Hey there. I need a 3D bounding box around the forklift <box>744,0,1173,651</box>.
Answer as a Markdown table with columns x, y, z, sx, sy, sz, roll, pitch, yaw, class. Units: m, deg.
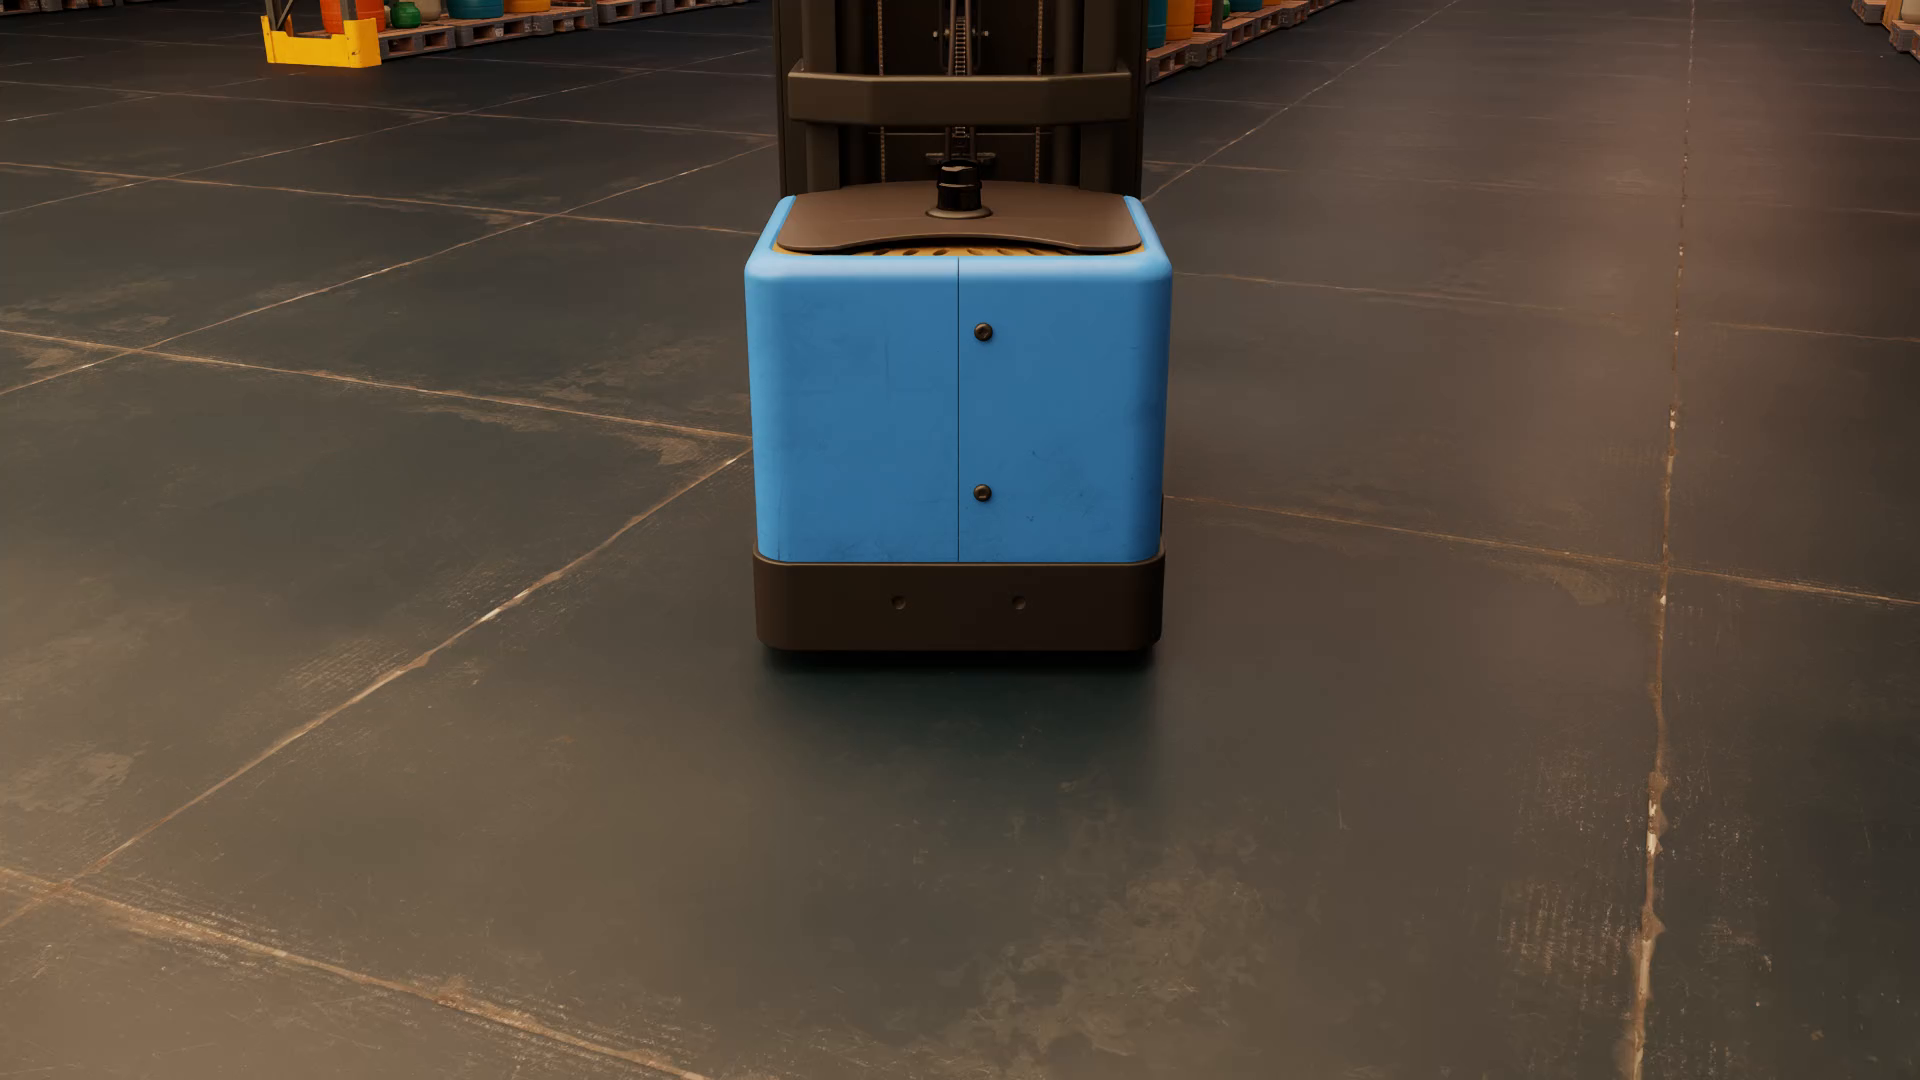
| x | y | z | sx | sy | sz | roll | pitch | yaw | class |
| --- | --- | --- | --- | --- | --- | --- | --- | --- | --- |
| 0.002 | -1.587 | 5.089 | 1.130 | 2.935 | 3.031 | 0 | 23 | 0 | forklift |
